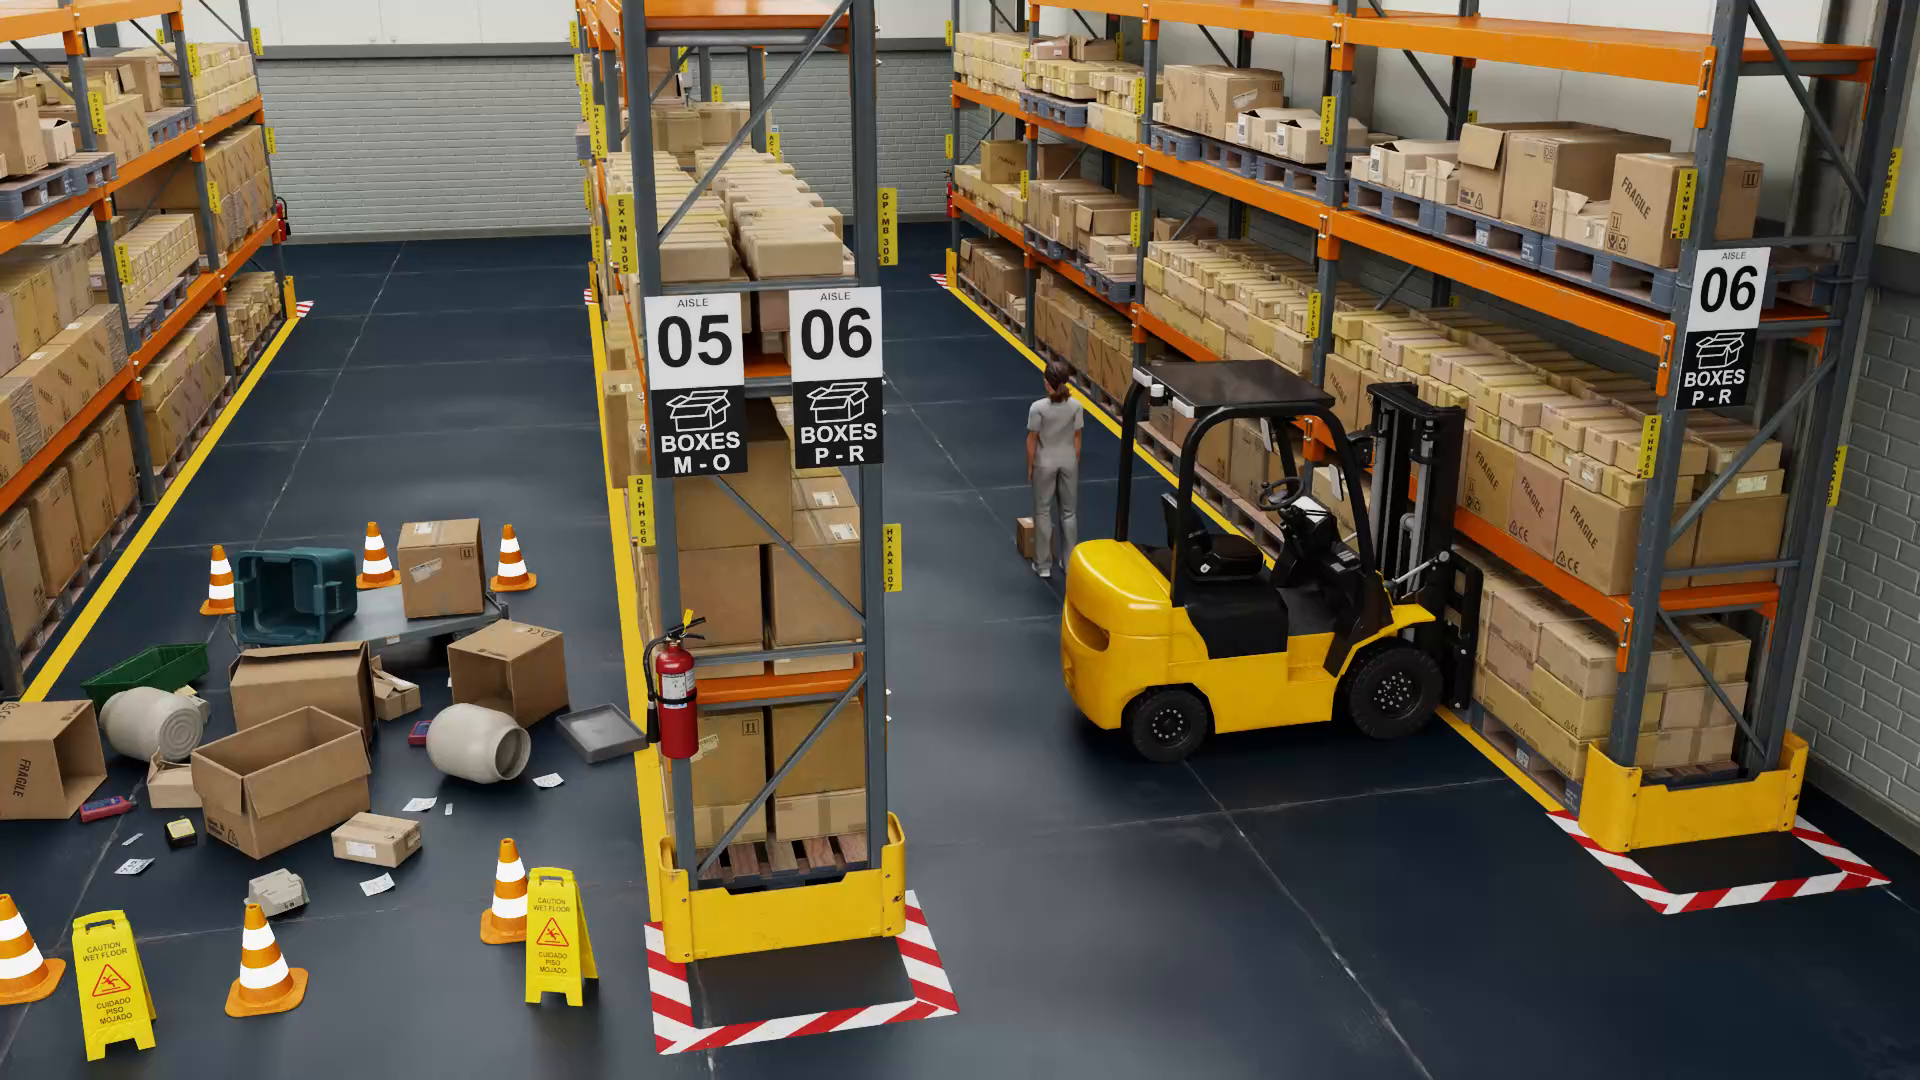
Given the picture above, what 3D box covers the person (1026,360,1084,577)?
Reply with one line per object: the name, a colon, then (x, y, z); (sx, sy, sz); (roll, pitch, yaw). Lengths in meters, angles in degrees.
person: (0.709, -0.536, 12.574); (0.436, 1.676, 0.375); (-4, 20, -11)
